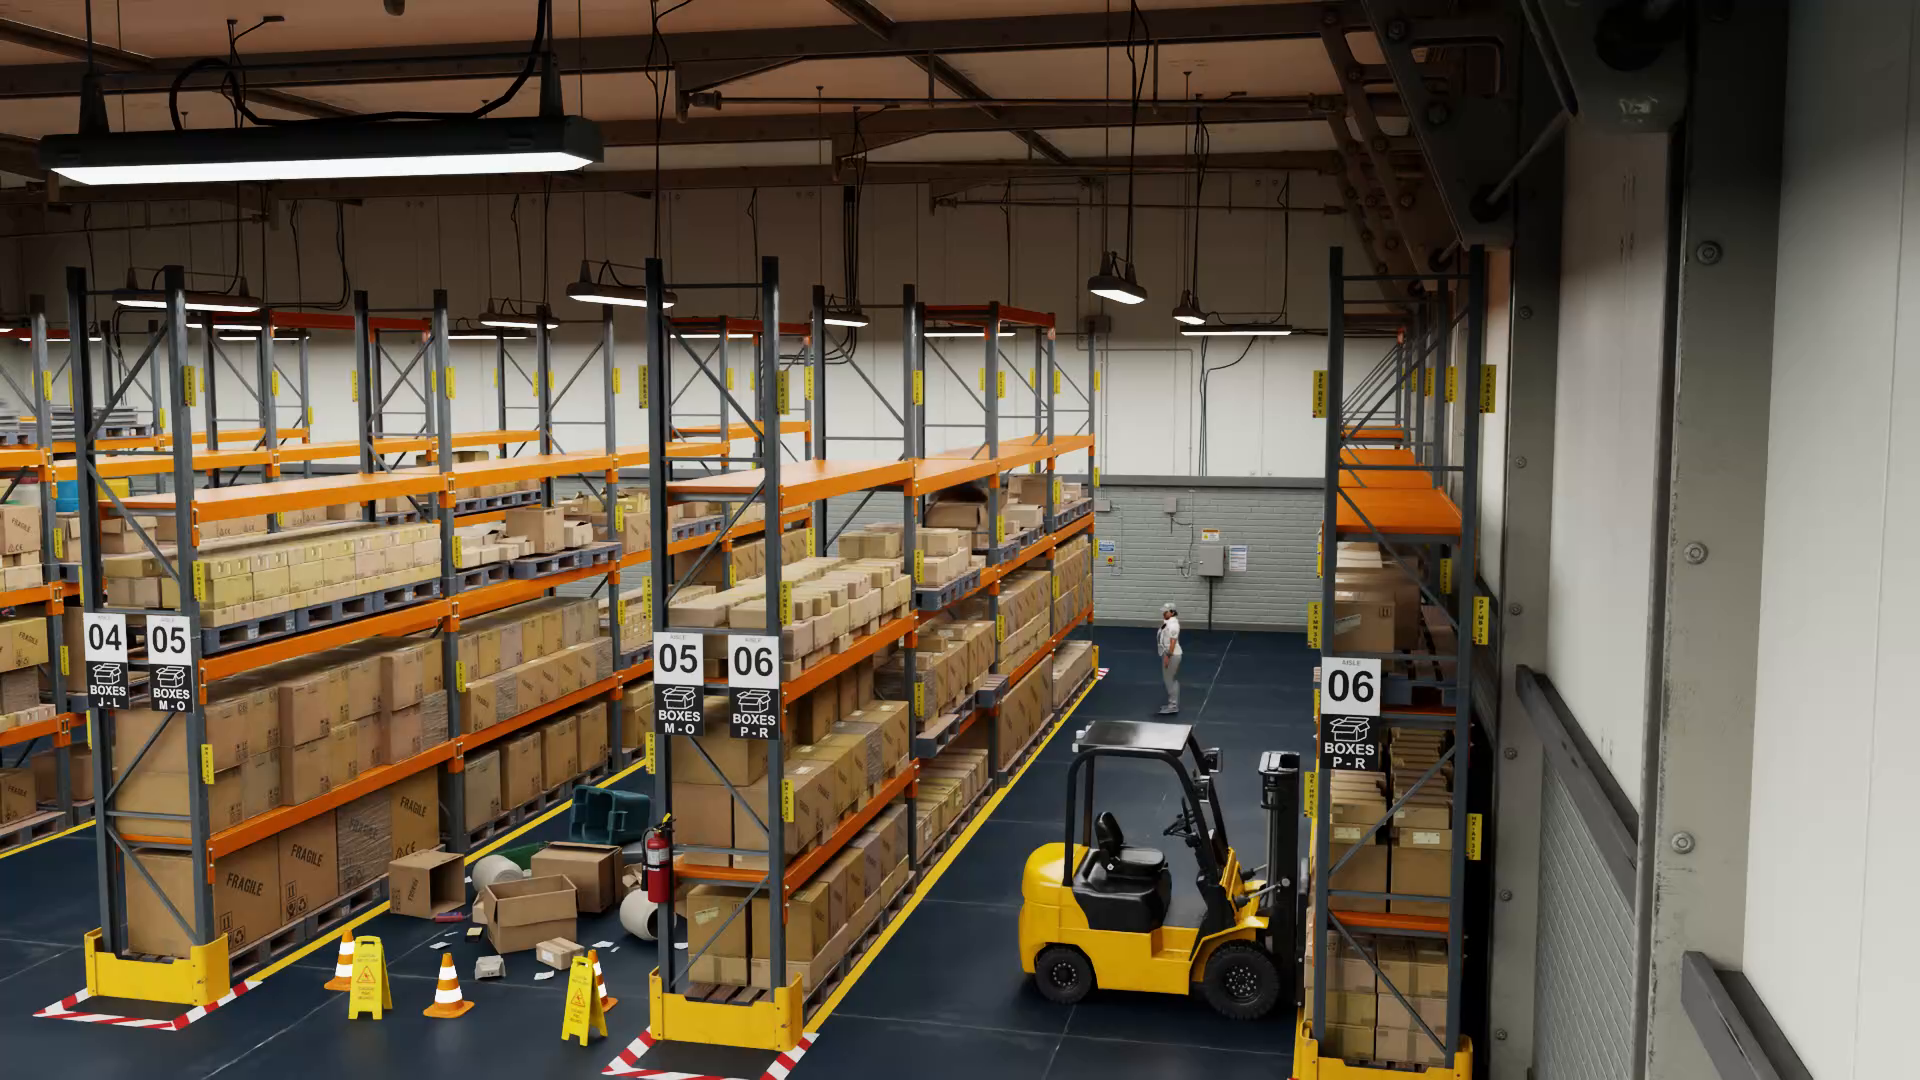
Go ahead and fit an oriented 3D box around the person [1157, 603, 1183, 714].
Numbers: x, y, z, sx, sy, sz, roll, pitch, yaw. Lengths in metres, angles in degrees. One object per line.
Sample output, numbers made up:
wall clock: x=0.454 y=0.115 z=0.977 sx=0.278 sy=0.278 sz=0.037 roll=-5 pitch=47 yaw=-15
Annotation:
person: x=3.182 y=1.784 z=25.240 sx=0.394 sy=1.668 sz=0.502 roll=1 pitch=6 yaw=7
